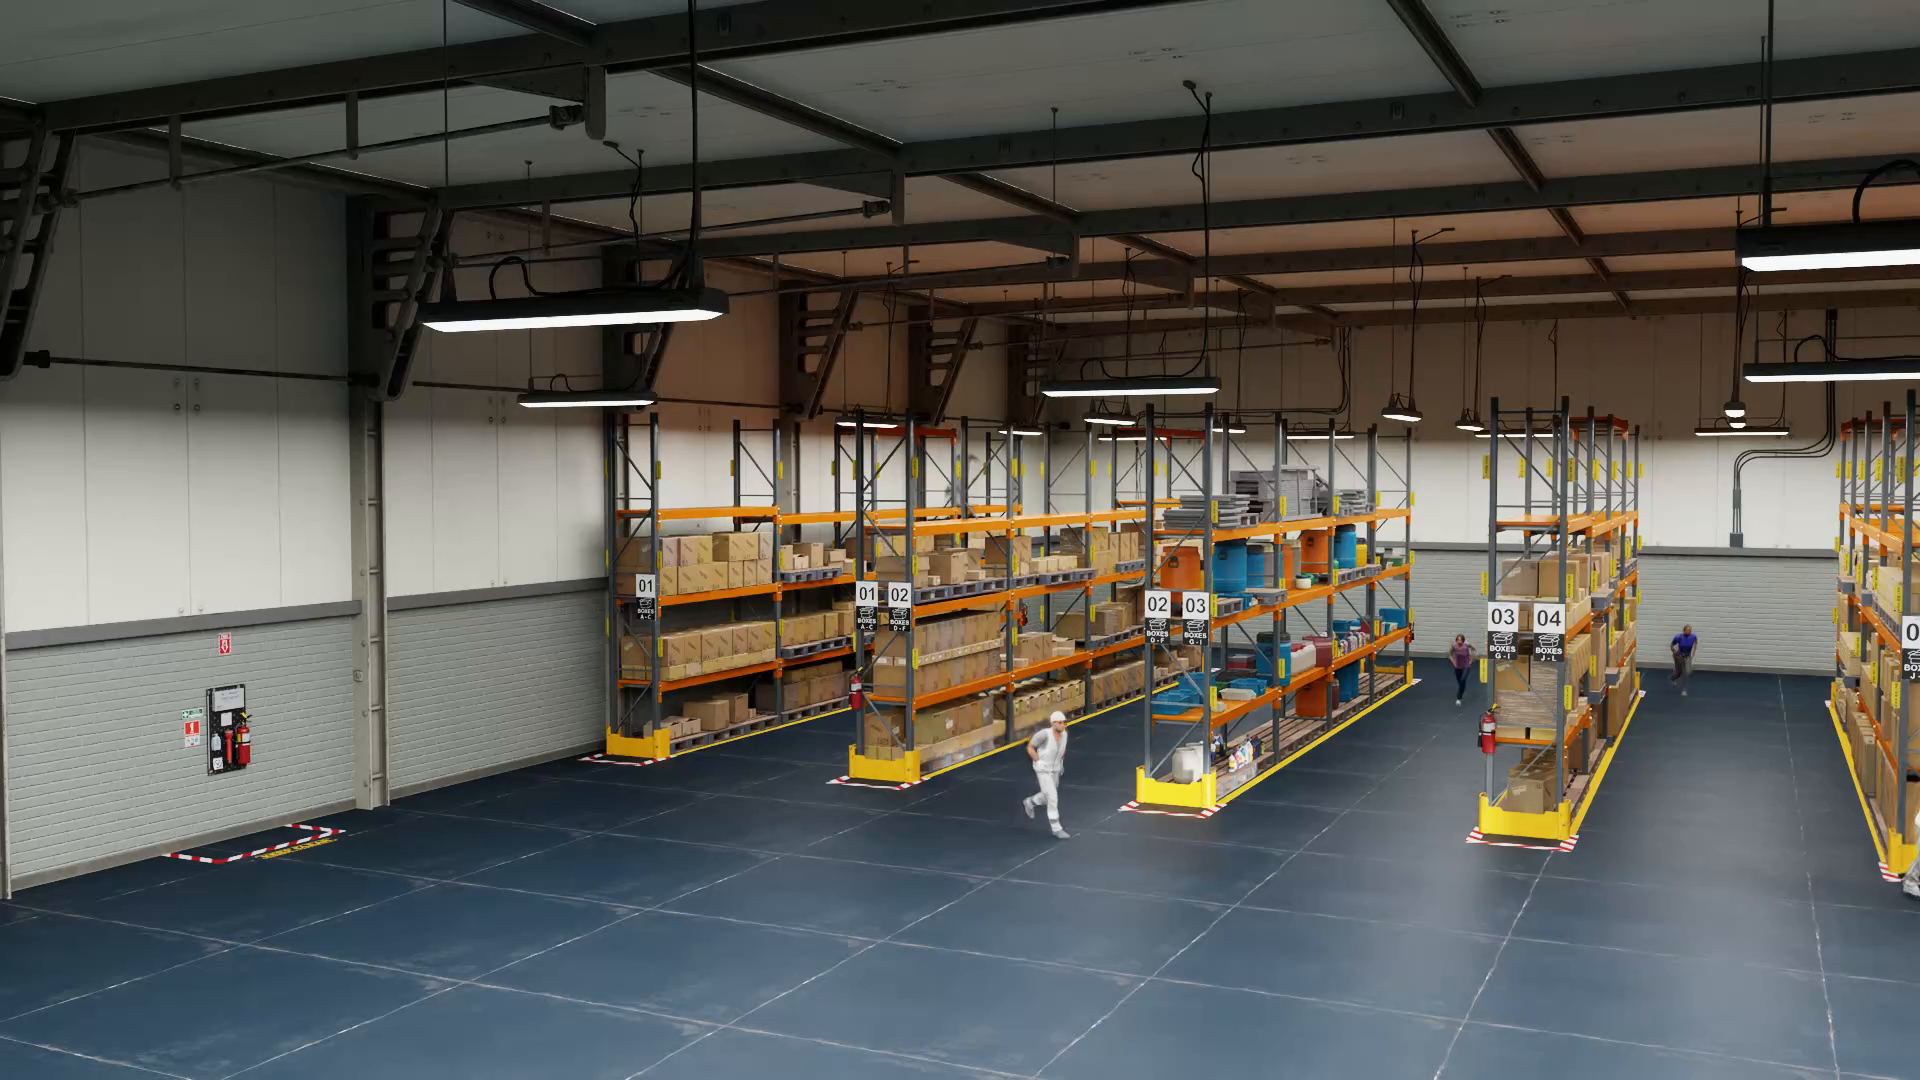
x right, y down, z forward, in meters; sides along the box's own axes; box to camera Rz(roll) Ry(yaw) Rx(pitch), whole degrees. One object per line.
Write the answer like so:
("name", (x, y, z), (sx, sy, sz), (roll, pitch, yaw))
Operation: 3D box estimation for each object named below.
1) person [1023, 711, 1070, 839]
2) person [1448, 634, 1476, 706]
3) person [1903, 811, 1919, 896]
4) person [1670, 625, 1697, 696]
("person", (1.151, 3.183, 22.882), (0.649, 1.731, 0.977), (-2, 3, -32))
("person", (10.767, 2.758, 35.668), (0.570, 1.547, 0.913), (1, 3, 19))
("person", (11.306, 3.311, 19.148), (0.658, 1.695, 0.866), (-1, 3, -24))
("person", (16.160, 2.669, 37.236), (0.587, 1.614, 0.910), (0, 2, -1))
